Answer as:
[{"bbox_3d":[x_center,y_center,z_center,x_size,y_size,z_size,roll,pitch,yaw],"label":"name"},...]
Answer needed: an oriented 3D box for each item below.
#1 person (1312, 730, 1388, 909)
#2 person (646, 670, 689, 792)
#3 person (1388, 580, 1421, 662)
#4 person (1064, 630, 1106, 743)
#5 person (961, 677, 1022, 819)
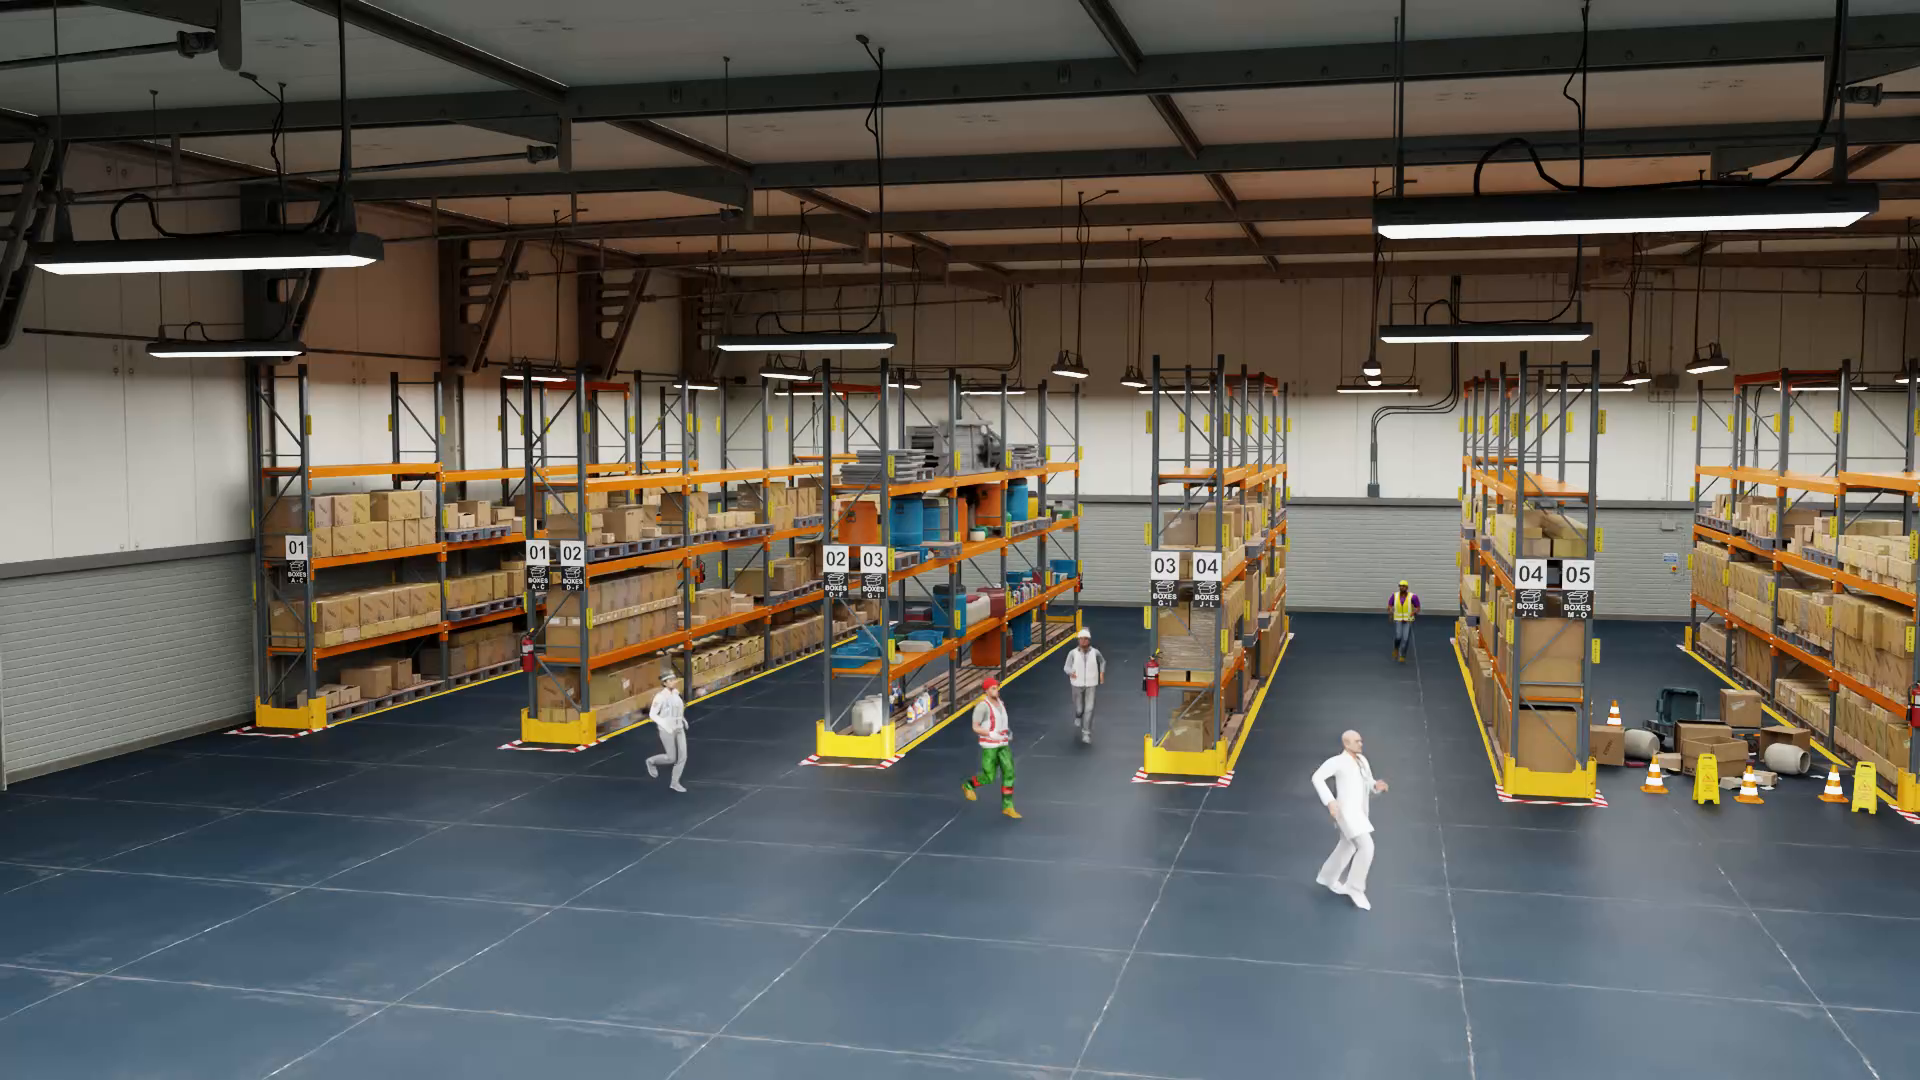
[{"bbox_3d":[4.101,2.917,17.453,0.828,1.846,0.669,3,5,39],"label":"person"},{"bbox_3d":[-4.011,2.608,22.898,0.676,1.672,0.625,3,5,36],"label":"person"},{"bbox_3d":[9.380,1.714,35.151,0.681,1.729,0.594,1,4,19],"label":"person"},{"bbox_3d":[1.993,2.303,26.459,0.676,1.739,0.971,0,4,3],"label":"person"},{"bbox_3d":[0.430,2.649,21.412,0.957,1.774,0.671,4,5,44],"label":"person"}]
